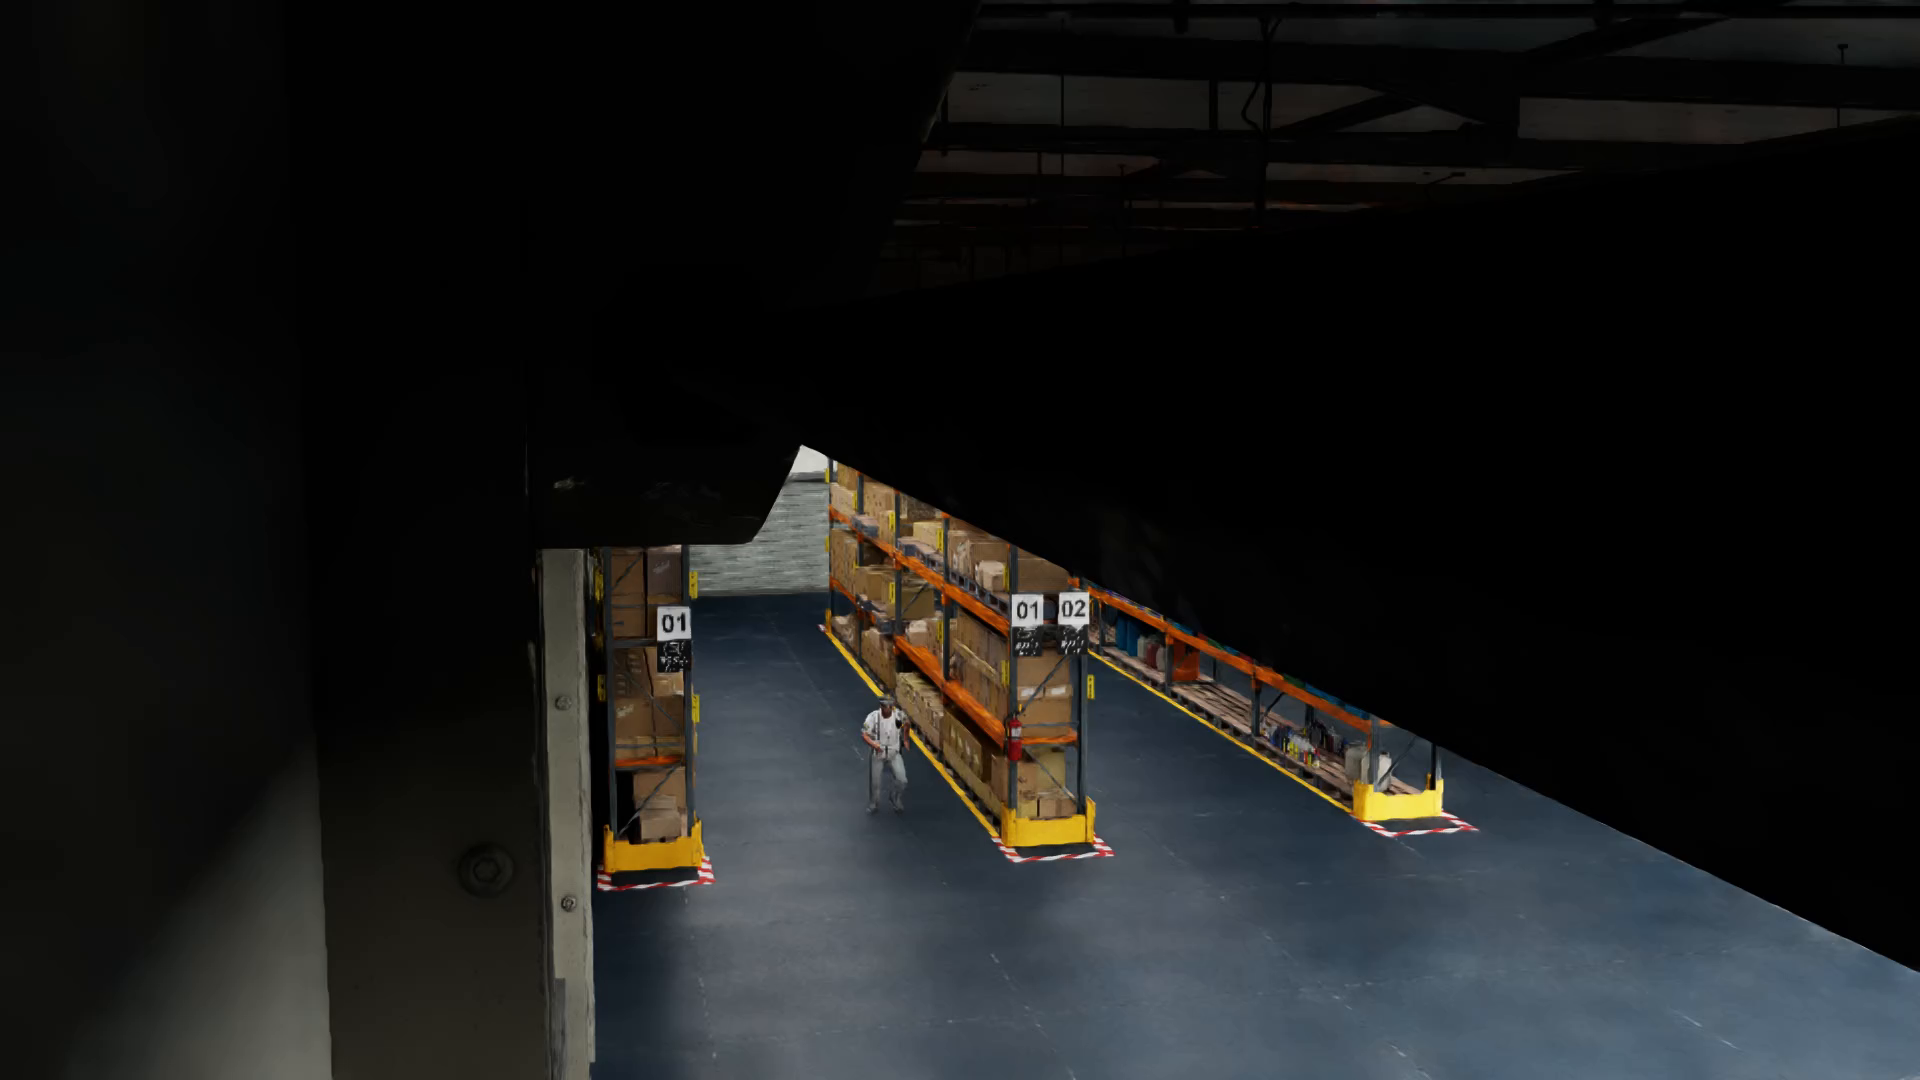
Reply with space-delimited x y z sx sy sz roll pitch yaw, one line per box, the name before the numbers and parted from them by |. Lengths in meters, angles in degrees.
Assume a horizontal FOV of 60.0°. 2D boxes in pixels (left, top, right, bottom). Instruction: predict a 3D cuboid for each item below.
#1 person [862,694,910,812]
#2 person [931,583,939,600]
person | -0.982 2.855 22.305 0.669 1.690 0.813 -1 7 -7
person | -0.863 0.636 40.844 0.507 1.723 0.719 4 8 30
